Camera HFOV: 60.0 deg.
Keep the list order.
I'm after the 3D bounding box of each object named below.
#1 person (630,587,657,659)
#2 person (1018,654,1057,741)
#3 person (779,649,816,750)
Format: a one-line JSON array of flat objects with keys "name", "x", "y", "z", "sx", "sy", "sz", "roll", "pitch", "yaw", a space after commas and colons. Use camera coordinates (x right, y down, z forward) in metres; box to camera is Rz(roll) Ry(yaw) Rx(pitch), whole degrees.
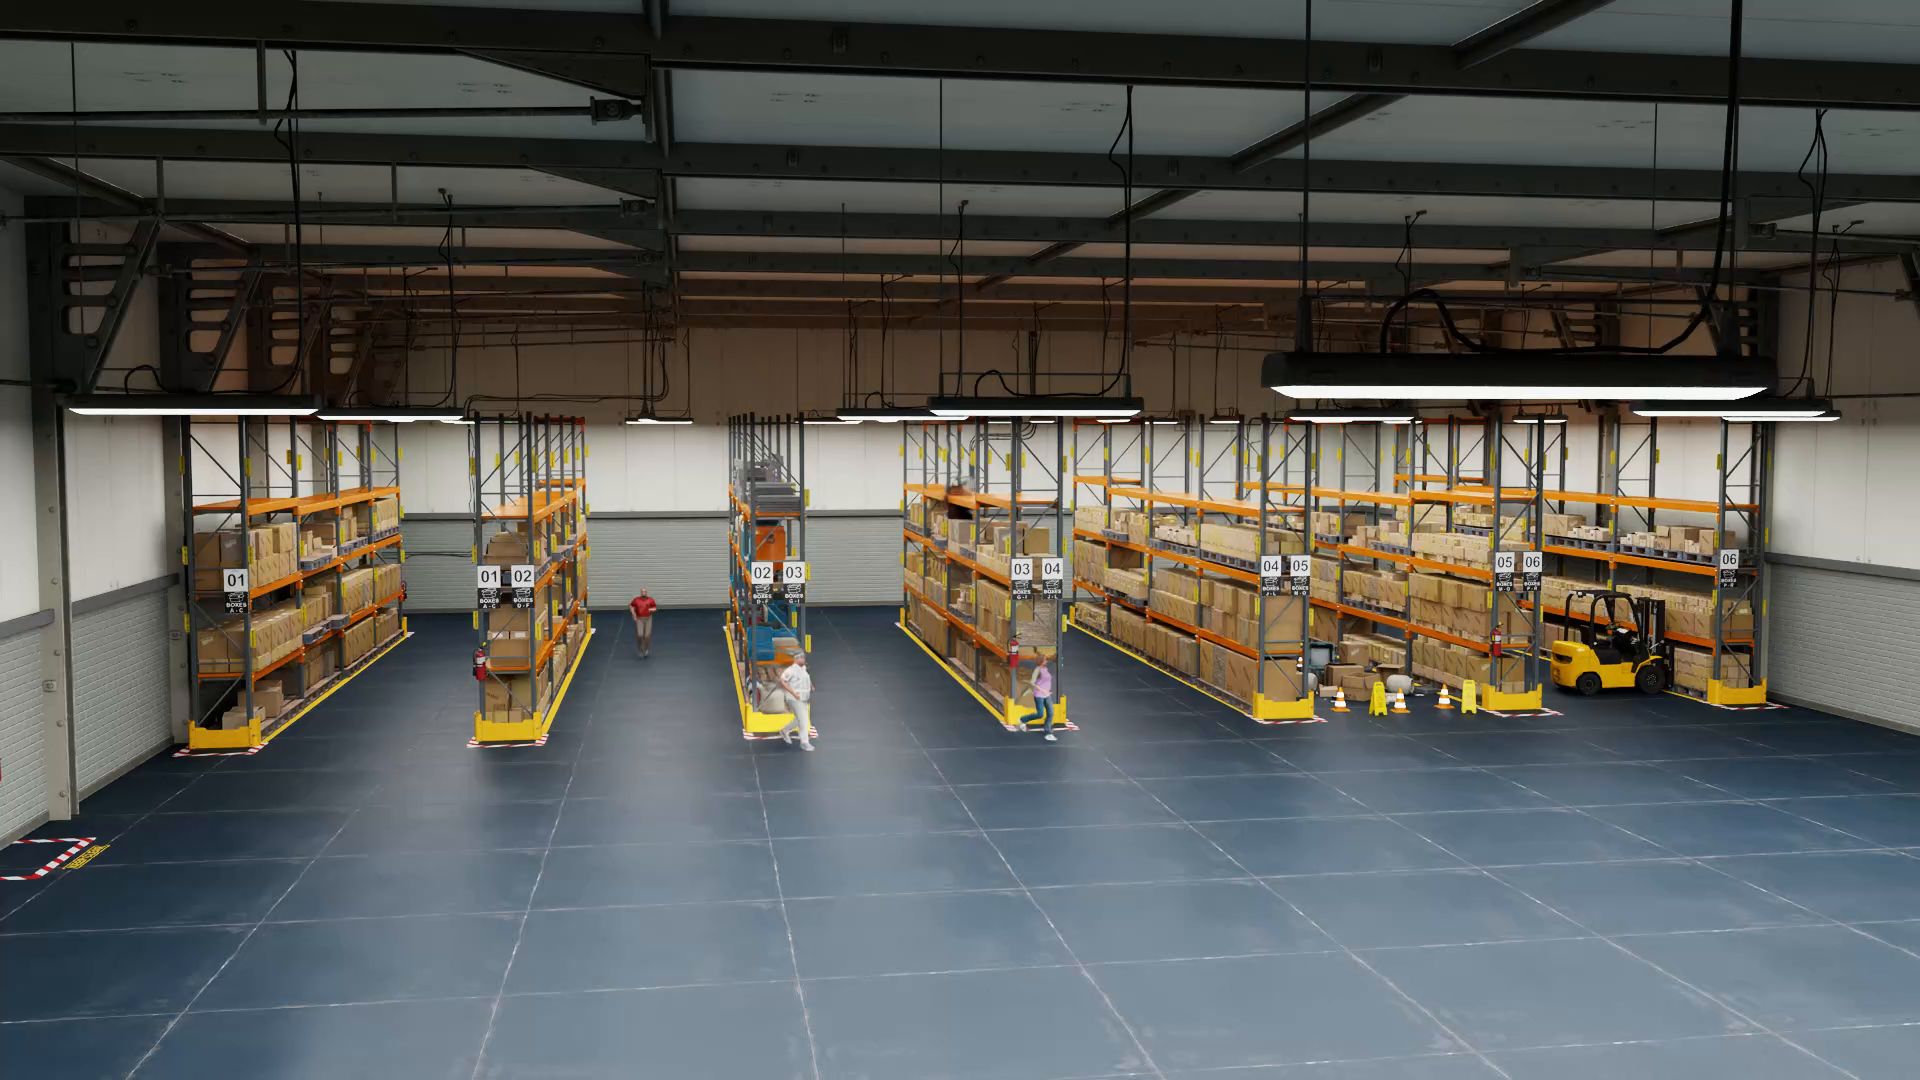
[{"name": "person", "x": -7.851, "y": 2.071, "z": 41.317, "sx": 0.639, "sy": 1.790, "sz": 0.708, "roll": -1, "pitch": 4, "yaw": -16}, {"name": "person", "x": 1.477, "y": 2.883, "z": 30.486, "sx": 0.818, "sy": 1.556, "sz": 0.565, "roll": 3, "pitch": 5, "yaw": 33}, {"name": "person", "x": -2.912, "y": 2.830, "z": 29.647, "sx": 0.818, "sy": 1.791, "sz": 0.672, "roll": 2, "pitch": 4, "yaw": 23}]
